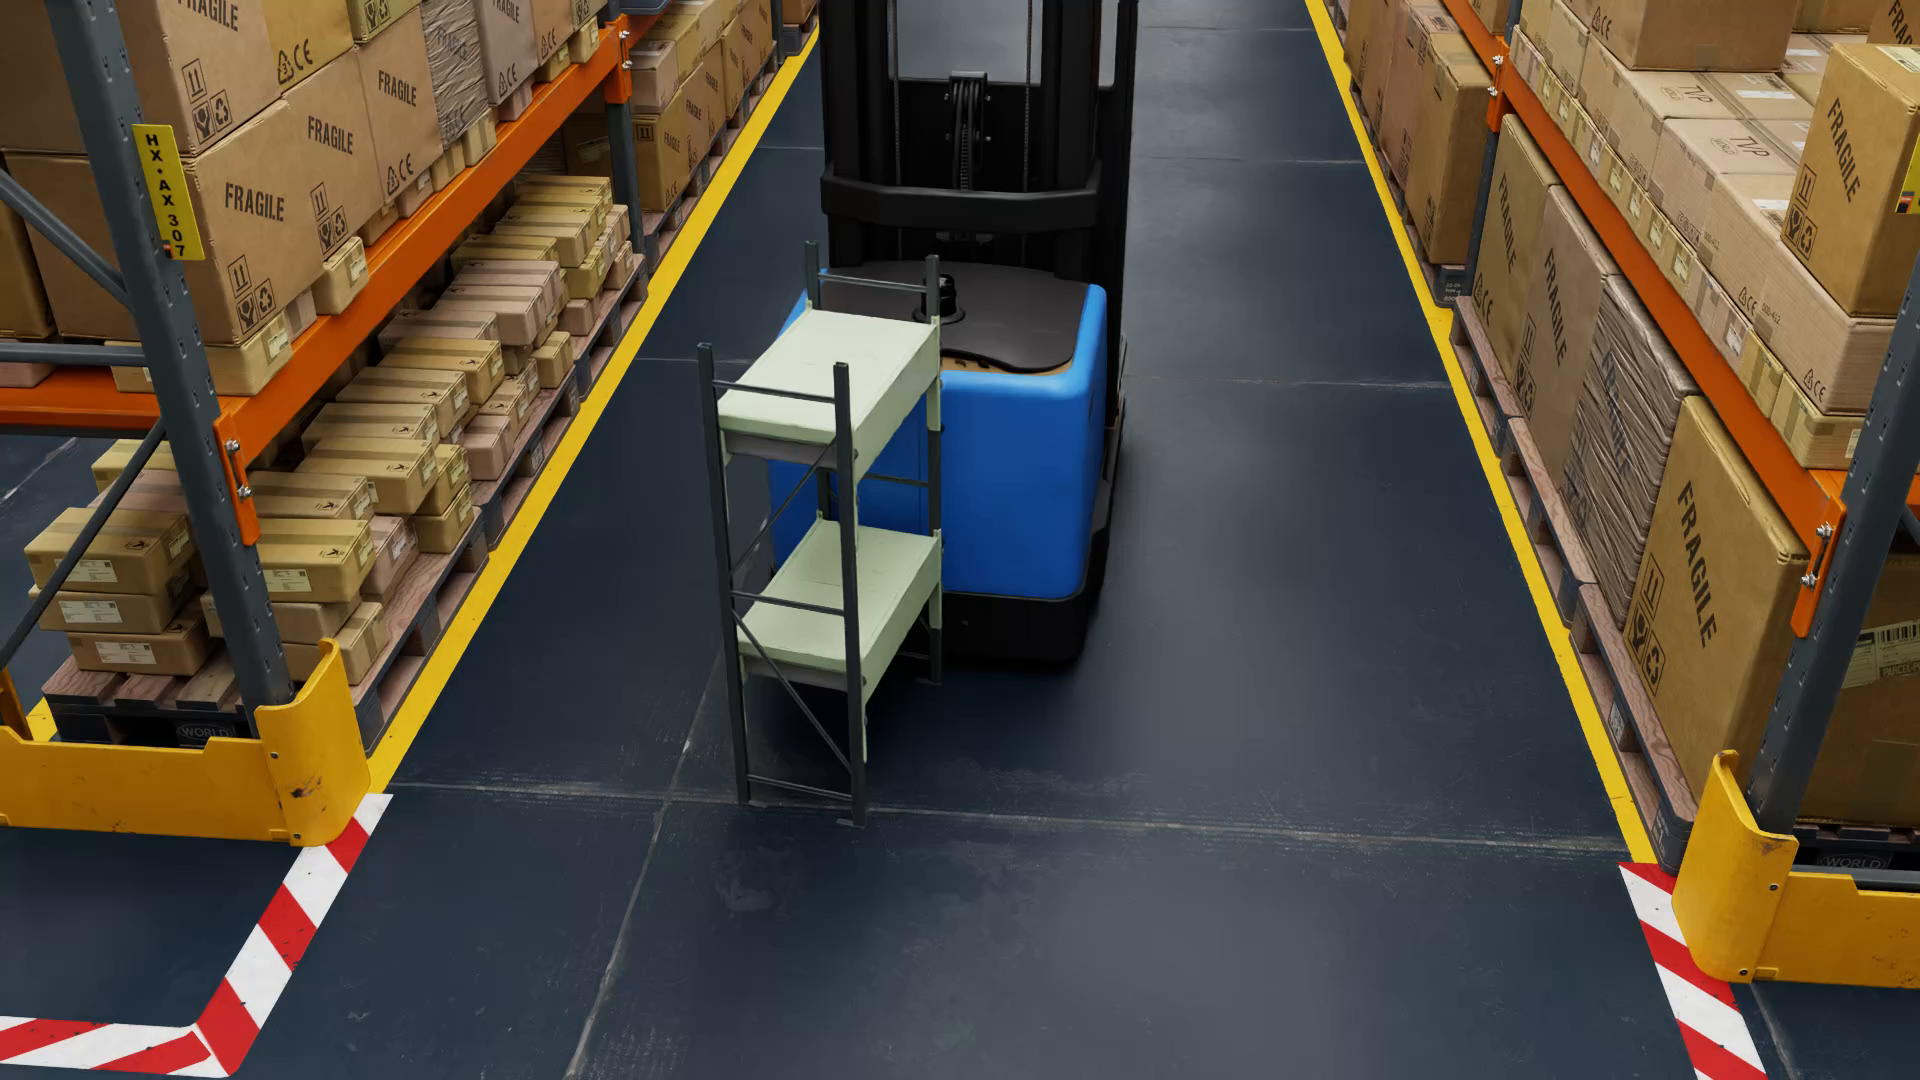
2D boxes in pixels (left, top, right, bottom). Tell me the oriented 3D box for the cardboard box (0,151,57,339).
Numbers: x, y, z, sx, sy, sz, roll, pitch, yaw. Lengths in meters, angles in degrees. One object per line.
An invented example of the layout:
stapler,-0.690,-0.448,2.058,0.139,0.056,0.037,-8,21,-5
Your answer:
cardboard box,-2.607,-0.876,4.434,0.500,0.500,0.500,3,32,5

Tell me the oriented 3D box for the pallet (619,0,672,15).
pallet,-1.854,-2.865,8.222,1.003,0.211,1.213,2,32,4

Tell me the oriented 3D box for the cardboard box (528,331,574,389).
cardboard box,-1.838,-0.757,6.937,0.380,0.149,0.250,2,32,4

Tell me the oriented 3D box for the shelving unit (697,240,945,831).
shelving unit,-0.360,-0.007,4.832,0.431,1.500,0.755,9,33,15

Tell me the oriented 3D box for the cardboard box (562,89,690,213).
cardboard box,-1.737,-2.043,8.688,0.500,0.500,0.500,4,32,6

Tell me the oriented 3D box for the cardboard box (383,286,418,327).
cardboard box,-2.390,-0.911,6.619,0.380,0.149,0.250,1,32,2

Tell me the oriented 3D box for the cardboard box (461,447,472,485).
cardboard box,-2.017,-0.224,6.071,0.380,0.149,0.250,3,32,4

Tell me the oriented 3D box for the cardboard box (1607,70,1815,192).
cardboard box,2.444,-1.328,5.405,0.500,0.250,0.500,3,32,4

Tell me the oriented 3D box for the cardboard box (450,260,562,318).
cardboard box,-1.854,-1.030,6.813,0.380,0.149,0.250,1,32,2

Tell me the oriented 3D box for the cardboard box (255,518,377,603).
cardboard box,-2.006,0.061,5.042,0.380,0.149,0.250,1,32,2

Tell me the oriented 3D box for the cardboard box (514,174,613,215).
cardboard box,-1.831,-1.574,7.695,0.380,0.149,0.250,3,32,5

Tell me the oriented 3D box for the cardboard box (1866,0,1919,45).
cardboard box,2.933,-1.351,4.727,0.500,0.500,0.500,2,32,3

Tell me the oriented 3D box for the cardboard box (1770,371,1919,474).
cardboard box,2.249,-0.290,4.101,0.380,0.149,0.250,3,32,5

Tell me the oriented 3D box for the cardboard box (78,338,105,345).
cardboard box,-2.585,-0.665,4.710,0.380,0.149,0.250,2,32,4

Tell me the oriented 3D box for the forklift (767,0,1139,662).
forklift,0.096,-1.605,6.061,1.130,2.935,3.031,4,32,7

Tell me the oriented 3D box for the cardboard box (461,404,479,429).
cardboard box,-2.042,-0.504,6.243,0.380,0.149,0.250,4,32,7

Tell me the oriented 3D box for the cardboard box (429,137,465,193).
cardboard box,-1.958,-1.328,5.785,0.380,0.149,0.250,4,32,6

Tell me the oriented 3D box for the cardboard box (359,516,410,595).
cardboard box,-2.010,0.043,5.354,0.380,0.149,0.250,2,32,4

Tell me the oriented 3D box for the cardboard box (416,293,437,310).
cardboard box,-2.396,-0.920,6.917,0.380,0.149,0.250,4,32,6

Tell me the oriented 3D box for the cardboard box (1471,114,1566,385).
cardboard box,2.740,-1.221,6.997,0.875,0.875,0.875,2,32,4

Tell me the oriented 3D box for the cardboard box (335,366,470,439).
cardboard box,-1.986,-0.493,5.940,0.380,0.149,0.250,4,32,6

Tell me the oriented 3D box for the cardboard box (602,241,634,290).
cardboard box,-1.754,-1.298,7.815,0.380,0.149,0.250,3,32,5

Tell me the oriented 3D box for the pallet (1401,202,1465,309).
pallet,2.861,-1.508,8.495,1.003,0.211,1.213,2,32,4

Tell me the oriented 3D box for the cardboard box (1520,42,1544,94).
cardboard box,2.497,-1.903,6.719,0.380,0.149,0.250,1,32,2

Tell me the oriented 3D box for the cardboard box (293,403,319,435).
cardboard box,-2.559,-0.384,6.048,0.380,0.149,0.250,3,32,5

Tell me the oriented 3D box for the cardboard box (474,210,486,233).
cardboard box,-2.378,-1.458,7.508,0.380,0.149,0.250,4,32,6

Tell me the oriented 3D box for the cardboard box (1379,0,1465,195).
cardboard box,2.978,-2.365,8.854,1.225,0.875,0.875,1,32,2

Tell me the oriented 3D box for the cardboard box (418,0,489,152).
cardboard box,-1.969,-1.657,5.700,0.500,0.500,0.500,2,32,3

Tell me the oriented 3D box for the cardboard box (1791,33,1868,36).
cardboard box,3.060,-1.838,6.233,0.500,0.250,0.500,3,32,5

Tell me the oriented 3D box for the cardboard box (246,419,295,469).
cardboard box,-2.540,-0.370,5.741,0.380,0.149,0.250,1,32,2

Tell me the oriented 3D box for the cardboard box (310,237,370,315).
cardboard box,-1.979,-0.783,4.901,0.380,0.149,0.250,2,32,3

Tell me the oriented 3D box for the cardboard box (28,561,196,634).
cardboard box,-2.629,0.159,5.167,0.380,0.149,0.250,2,32,3

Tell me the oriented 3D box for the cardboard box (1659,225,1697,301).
cardboard box,2.331,-0.824,4.967,0.380,0.149,0.250,2,32,3

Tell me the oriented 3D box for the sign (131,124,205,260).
sign,-1.846,-0.807,3.875,0.100,0.325,0.005,2,32,4

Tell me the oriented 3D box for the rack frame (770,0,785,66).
rack frame,-1.736,-4.644,10.927,1.000,3.000,0.127,2,32,4

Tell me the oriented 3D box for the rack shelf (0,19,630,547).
rack shelf,-2.224,-1.201,6.025,1.077,0.370,4.000,2,32,4

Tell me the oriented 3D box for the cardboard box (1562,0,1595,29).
cardboard box,2.532,-2.174,6.062,0.500,0.500,0.500,2,32,4

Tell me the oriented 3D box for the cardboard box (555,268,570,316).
cardboard box,-1.902,-1.057,7.139,0.380,0.149,0.250,3,32,4

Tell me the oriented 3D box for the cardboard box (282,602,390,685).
cardboard box,-2.026,0.313,5.200,0.380,0.149,0.250,3,32,5

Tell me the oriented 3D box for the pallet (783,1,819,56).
pallet,-1.597,-3.866,12.323,1.003,0.211,1.213,2,32,4

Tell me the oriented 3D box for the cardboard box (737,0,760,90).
cardboard box,-1.575,-3.132,10.456,0.500,0.500,0.500,4,32,6

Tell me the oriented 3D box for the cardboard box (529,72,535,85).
cardboard box,-1.935,-1.878,6.678,0.380,0.149,0.250,2,32,3

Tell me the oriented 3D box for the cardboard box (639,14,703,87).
cardboard box,-1.697,-2.640,8.943,0.500,0.250,0.500,3,32,5

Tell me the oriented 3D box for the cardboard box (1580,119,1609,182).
cardboard box,2.413,-1.363,5.842,0.380,0.149,0.250,3,32,5

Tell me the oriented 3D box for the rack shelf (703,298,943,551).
rack shelf,-0.360,-0.339,4.627,0.431,0.370,0.720,9,33,15

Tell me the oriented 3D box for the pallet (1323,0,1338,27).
pallet,3.366,-4.237,12.925,1.003,0.211,1.213,2,32,4
